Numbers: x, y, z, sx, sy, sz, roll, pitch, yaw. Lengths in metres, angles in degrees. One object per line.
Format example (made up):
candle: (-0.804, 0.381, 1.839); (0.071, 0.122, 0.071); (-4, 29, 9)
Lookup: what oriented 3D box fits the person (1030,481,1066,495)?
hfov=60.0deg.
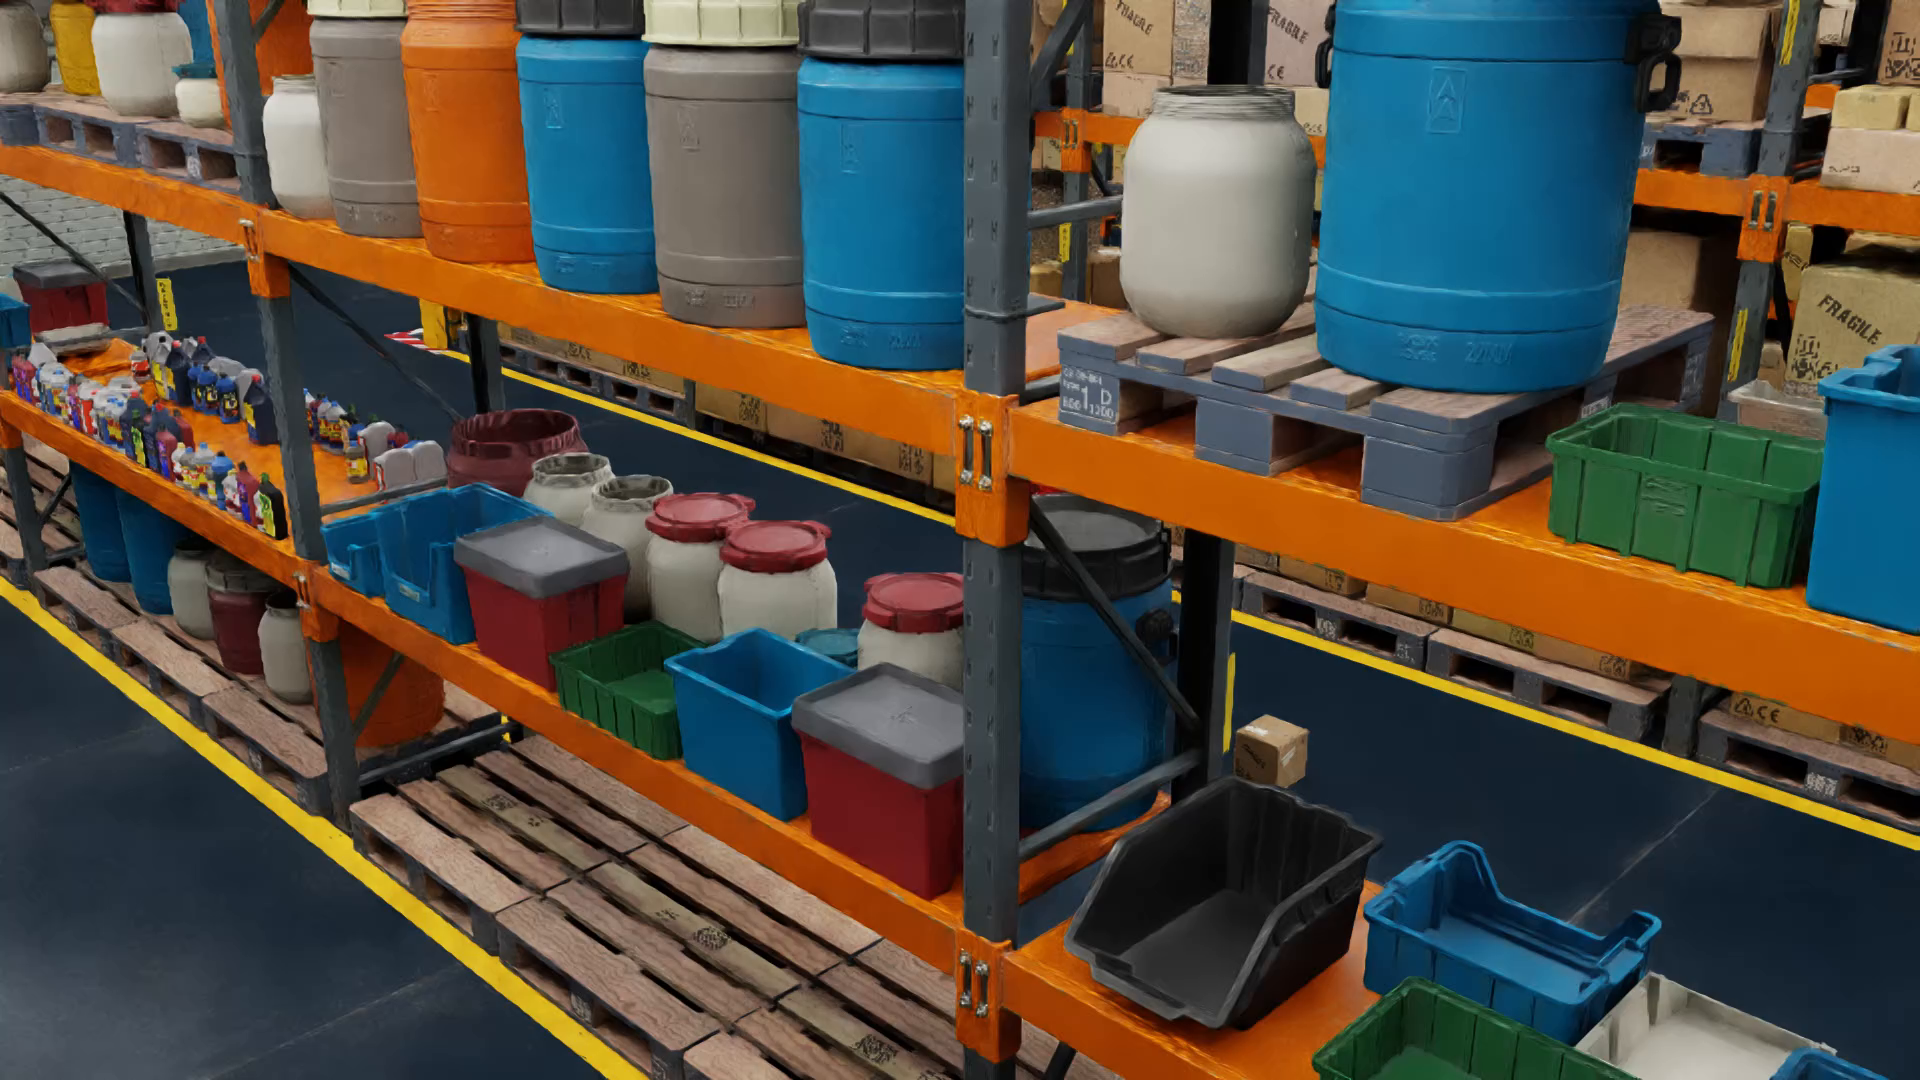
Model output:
person: (0.506, 0.066, 8.376); (0.511, 1.722, 0.531); (13, 24, 32)
